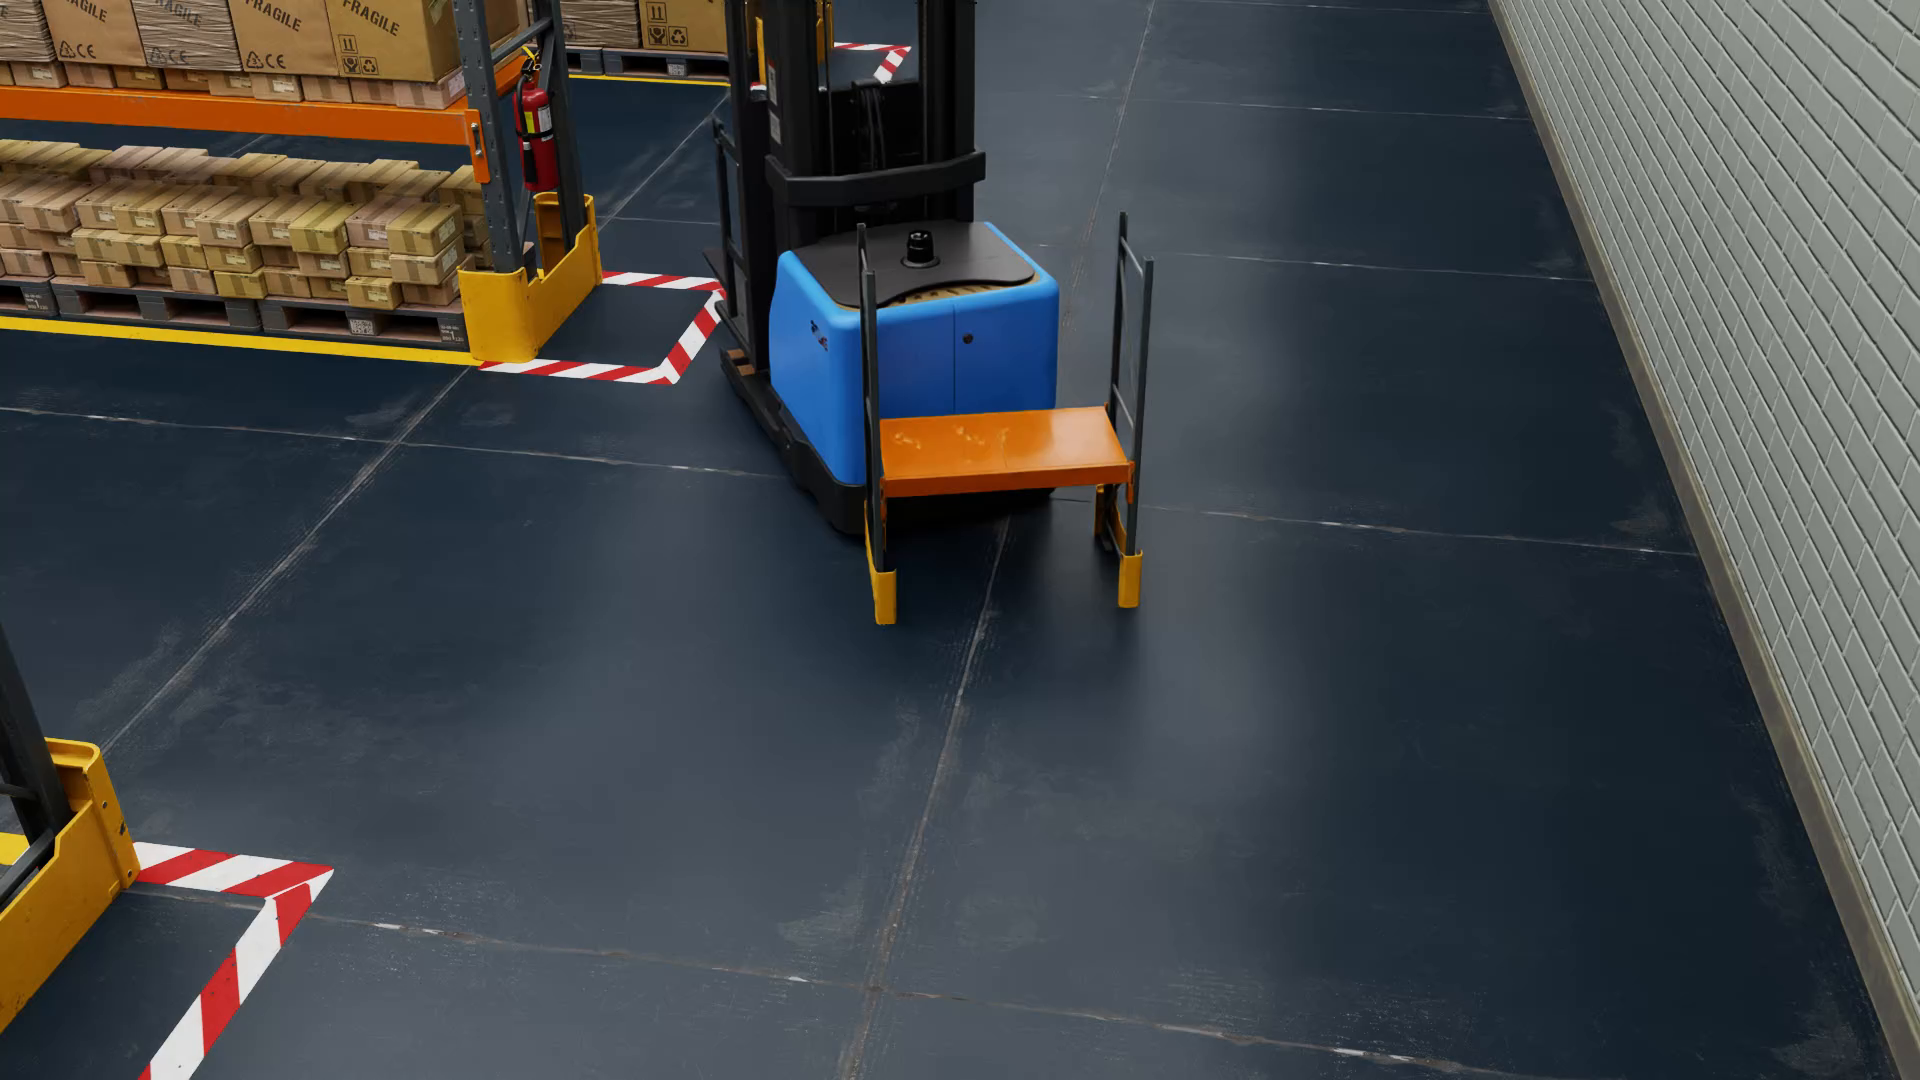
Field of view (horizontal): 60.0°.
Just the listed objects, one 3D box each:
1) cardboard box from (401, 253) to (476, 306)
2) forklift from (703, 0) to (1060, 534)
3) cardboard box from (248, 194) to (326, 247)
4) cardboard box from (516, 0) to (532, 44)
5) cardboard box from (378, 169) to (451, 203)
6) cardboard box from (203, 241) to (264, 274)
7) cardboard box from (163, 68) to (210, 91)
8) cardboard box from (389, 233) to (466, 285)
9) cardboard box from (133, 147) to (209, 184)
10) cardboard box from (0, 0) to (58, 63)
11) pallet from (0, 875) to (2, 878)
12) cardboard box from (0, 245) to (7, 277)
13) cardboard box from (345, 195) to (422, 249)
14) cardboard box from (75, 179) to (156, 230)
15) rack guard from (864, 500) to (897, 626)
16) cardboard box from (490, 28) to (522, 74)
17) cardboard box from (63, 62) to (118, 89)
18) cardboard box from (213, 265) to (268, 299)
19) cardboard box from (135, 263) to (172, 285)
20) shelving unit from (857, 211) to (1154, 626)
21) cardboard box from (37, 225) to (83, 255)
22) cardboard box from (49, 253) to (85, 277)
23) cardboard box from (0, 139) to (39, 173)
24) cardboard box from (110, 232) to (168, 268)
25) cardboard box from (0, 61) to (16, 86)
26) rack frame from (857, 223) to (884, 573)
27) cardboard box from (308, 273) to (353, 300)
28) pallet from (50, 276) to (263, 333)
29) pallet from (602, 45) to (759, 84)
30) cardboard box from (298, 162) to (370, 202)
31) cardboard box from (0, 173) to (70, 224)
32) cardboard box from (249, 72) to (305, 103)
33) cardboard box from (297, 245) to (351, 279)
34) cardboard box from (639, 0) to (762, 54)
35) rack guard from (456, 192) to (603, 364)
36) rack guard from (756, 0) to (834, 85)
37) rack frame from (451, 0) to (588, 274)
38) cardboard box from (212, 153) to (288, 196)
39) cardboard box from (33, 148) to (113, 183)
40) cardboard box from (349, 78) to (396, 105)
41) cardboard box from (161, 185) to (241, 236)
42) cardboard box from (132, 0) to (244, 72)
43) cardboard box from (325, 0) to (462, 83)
[{"bbox_3d":[-2.810,-1.414,8.973,0.250,0.149,0.380,6,32,9],"label":"cardboard box"},{"bbox_3d":[-0.585,-2.037,7.742,1.130,2.935,3.031,-12,34,-18],"label":"forklift"},{"bbox_3d":[-3.580,-1.708,8.882,0.250,0.149,0.380,4,32,6],"label":"cardboard box"},{"bbox_3d":[-3.741,-4.545,13.290,0.875,0.875,0.875,5,32,8],"label":"cardboard box"},{"bbox_3d":[-3.007,-1.914,9.212,0.250,0.149,0.380,6,33,9],"label":"cardboard box"},{"bbox_3d":[-3.849,-1.585,8.966,0.250,0.149,0.380,6,32,9],"label":"cardboard box"},{"bbox_3d":[-3.880,-2.442,8.561,0.250,0.149,0.380,4,32,6],"label":"cardboard box"},{"bbox_3d":[-2.824,-1.500,8.830,0.250,0.149,0.380,4,32,7],"label":"cardboard box"},{"bbox_3d":[-4.506,-2.112,9.527,0.250,0.149,0.380,4,32,6],"label":"cardboard box"},{"bbox_3d":[-4.774,-2.752,8.444,0.500,0.500,0.500,5,32,7],"label":"cardboard box"},{"bbox_3d":[-3.790,1.243,5.065,1.213,0.211,1.003,5,32,8],"label":"pallet"},{"bbox_3d":[-5.378,-1.614,9.292,0.250,0.149,0.380,5,32,8],"label":"cardboard box"},{"bbox_3d":[-3.058,-1.695,8.862,0.250,0.149,0.380,6,33,9],"label":"cardboard box"},{"bbox_3d":[-4.595,-1.836,9.086,0.250,0.149,0.380,4,32,6],"label":"cardboard box"},{"bbox_3d":[-0.329,0.084,6.881,0.087,0.250,0.587,-4,32,-6],"label":"rack guard"},{"bbox_3d":[-2.520,-2.600,8.814,0.250,0.149,0.380,5,32,8],"label":"cardboard box"},{"bbox_3d":[-4.396,-2.469,8.604,0.250,0.149,0.380,6,33,10],"label":"cardboard box"},{"bbox_3d":[-3.834,-1.458,9.043,0.250,0.149,0.380,4,32,6],"label":"cardboard box"},{"bbox_3d":[-4.337,-1.554,9.197,0.250,0.149,0.380,6,33,10],"label":"cardboard box"},{"bbox_3d":[0.165,-0.479,6.601,1.083,1.500,0.587,-4,32,-6],"label":"shelving unit"},{"bbox_3d":[-4.852,-1.718,9.179,0.250,0.149,0.380,7,33,10],"label":"cardboard box"},{"bbox_3d":[-4.848,-1.611,9.288,0.250,0.149,0.380,4,32,6],"label":"cardboard box"},{"bbox_3d":[-5.546,-2.187,9.648,0.250,0.149,0.380,6,32,9],"label":"cardboard box"},{"bbox_3d":[-4.375,-1.627,9.034,0.250,0.149,0.380,5,32,9],"label":"cardboard box"},{"bbox_3d":[-4.931,-2.496,8.647,0.250,0.149,0.380,6,33,9],"label":"cardboard box"},{"bbox_3d":[-0.348,-0.445,6.547,0.032,1.500,0.500,-4,32,-6],"label":"rack frame"},{"bbox_3d":[-3.326,-1.452,9.034,0.250,0.149,0.380,5,32,8],"label":"cardboard box"},{"bbox_3d":[-4.325,-1.532,9.499,1.213,0.211,1.003,5,32,8],"label":"pallet"},{"bbox_3d":[-2.123,-3.940,13.345,1.213,0.211,1.003,5,32,8],"label":"pallet"},{"bbox_3d":[-3.492,-1.983,9.321,0.250,0.149,0.380,4,32,6],"label":"cardboard box"},{"bbox_3d":[-5.114,-1.882,9.160,0.250,0.149,0.380,4,32,7],"label":"cardboard box"},{"bbox_3d":[-3.369,-2.348,8.411,0.250,0.149,0.380,6,33,10],"label":"cardboard box"},{"bbox_3d":[-3.337,-1.545,8.902,0.250,0.149,0.380,4,32,6],"label":"cardboard box"},{"bbox_3d":[-1.966,-4.384,13.034,0.875,0.875,0.875,5,32,8],"label":"cardboard box"},{"bbox_3d":[-2.331,-1.454,9.101,0.348,0.500,1.175,5,32,8],"label":"rack guard"},{"bbox_3d":[-1.298,-4.030,13.217,0.348,0.500,1.175,5,32,8],"label":"rack guard"},{"bbox_3d":[-2.256,-2.506,8.427,0.127,3.000,1.000,5,32,8],"label":"rack frame"},{"bbox_3d":[-4.016,-2.060,9.444,0.250,0.149,0.380,6,32,9],"label":"cardboard box"},{"bbox_3d":[-5.057,-2.105,9.516,0.250,0.149,0.380,6,33,10],"label":"cardboard box"},{"bbox_3d":[-2.864,-2.323,8.371,0.250,0.149,0.380,5,32,8],"label":"cardboard box"},{"bbox_3d":[-4.095,-1.785,9.004,0.250,0.149,0.380,4,32,7],"label":"cardboard box"},{"bbox_3d":[-3.750,-2.669,8.313,0.500,0.500,0.500,5,32,8],"label":"cardboard box"},{"bbox_3d":[-2.742,-2.580,8.171,0.500,0.500,0.500,6,33,9],"label":"cardboard box"}]
